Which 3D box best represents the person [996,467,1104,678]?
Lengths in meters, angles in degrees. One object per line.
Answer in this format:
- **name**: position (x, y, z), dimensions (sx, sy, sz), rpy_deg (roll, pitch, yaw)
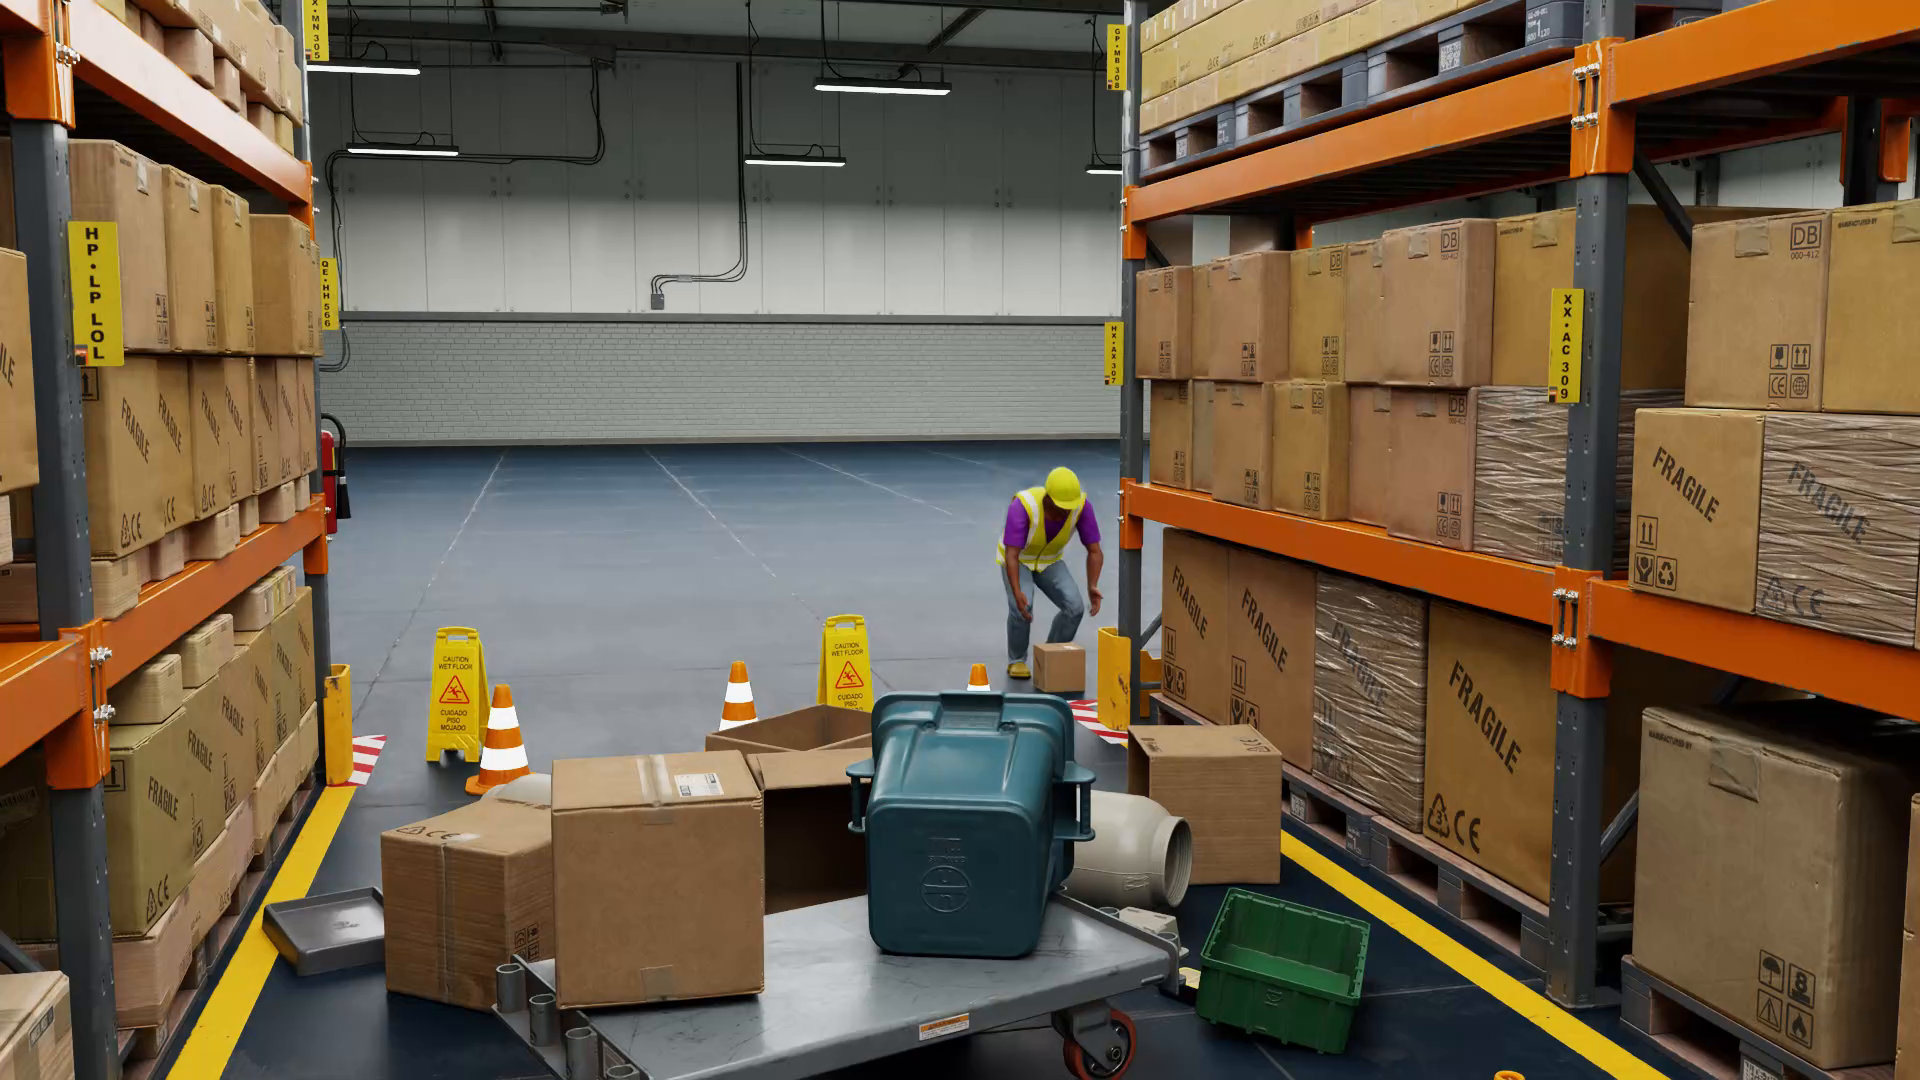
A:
- **person**: position (0.539, 0.188, 10.221), dimensions (0.629, 1.313, 0.805), rpy_deg (-1, 6, -14)
